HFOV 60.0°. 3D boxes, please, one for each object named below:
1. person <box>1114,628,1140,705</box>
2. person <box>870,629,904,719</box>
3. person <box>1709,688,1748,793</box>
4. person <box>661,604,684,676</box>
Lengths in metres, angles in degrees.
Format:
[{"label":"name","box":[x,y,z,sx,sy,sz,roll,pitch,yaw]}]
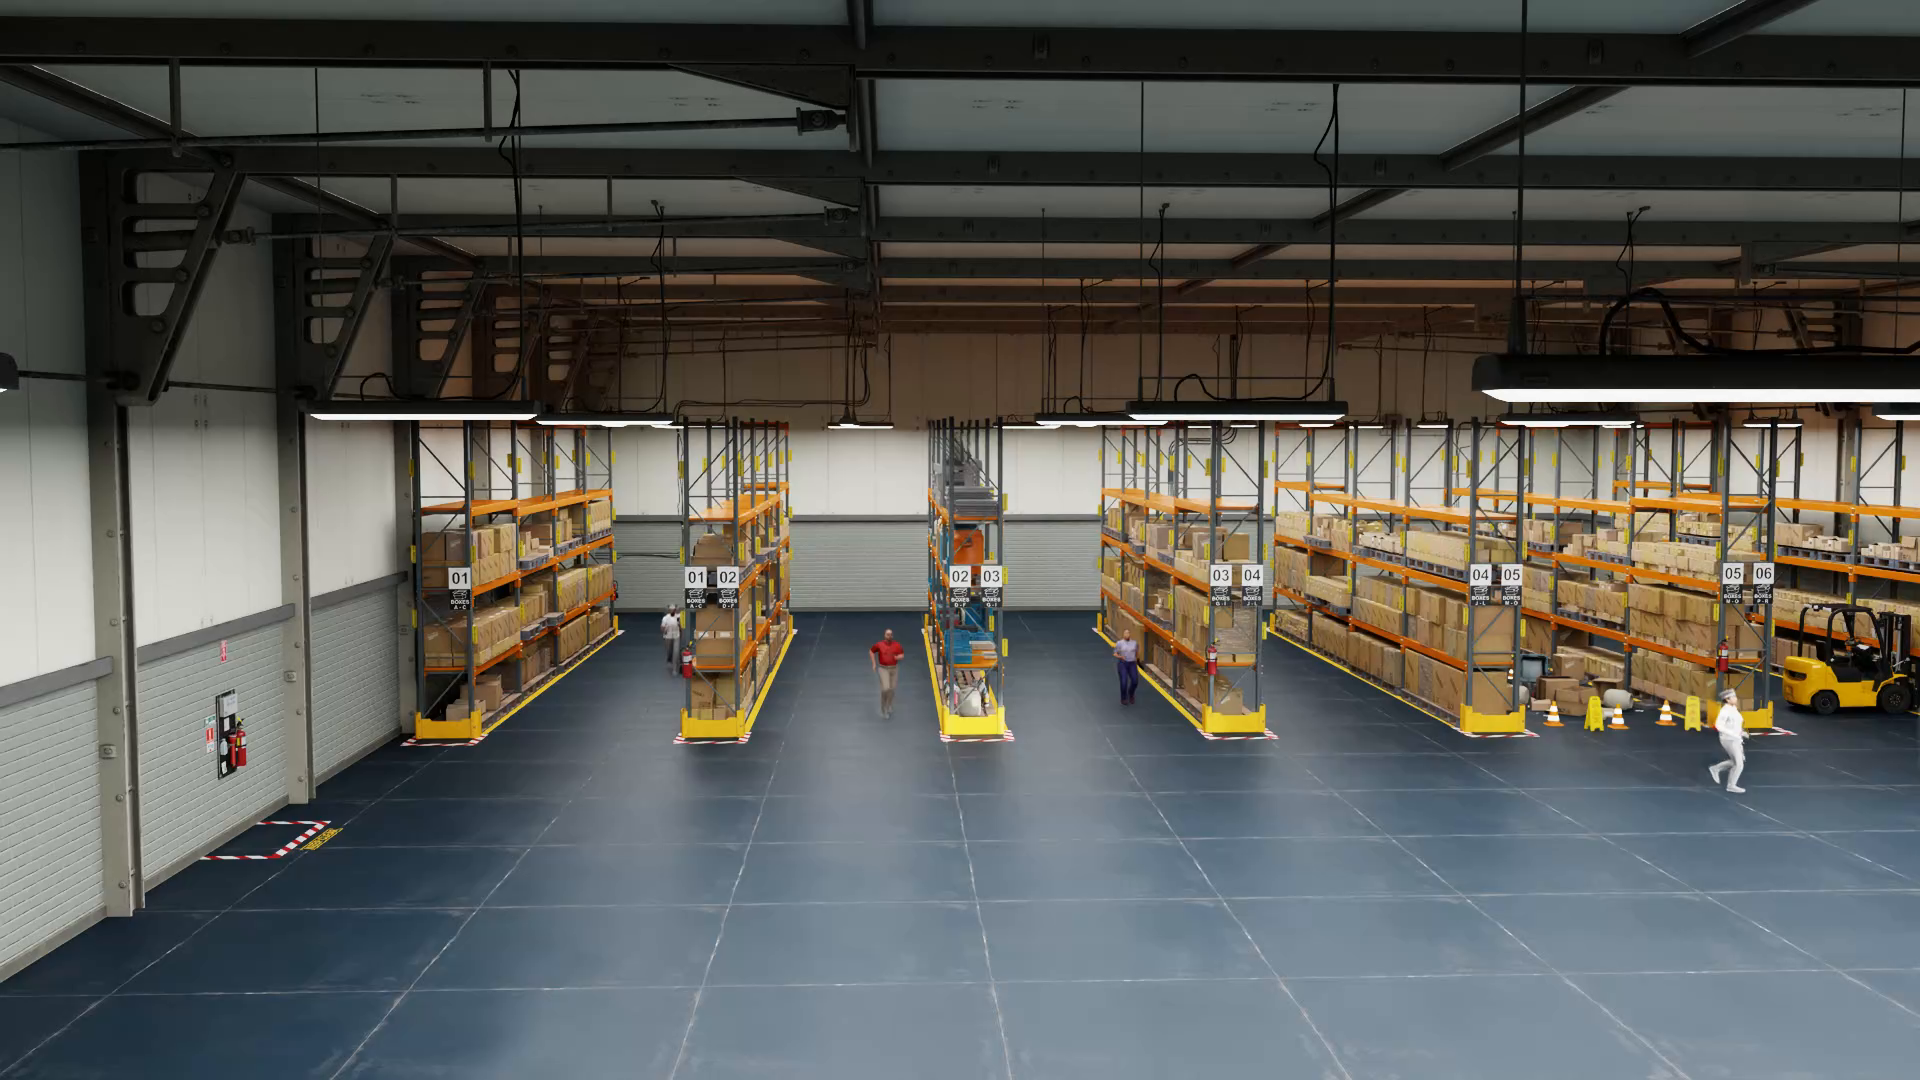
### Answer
[{"label":"person","box":[3.503,2.653,34.623,0.591,1.618,0.576,0,4,-5]},{"label":"person","box":[-1.444,2.687,33.457,0.633,1.800,0.785,-1,4,-21]},{"label":"person","box":[12.210,3.170,26.443,0.576,1.647,0.615,3,5,43]},{"label":"person","box":[-6.796,2.328,39.343,0.563,1.686,0.869,-1,4,-12]}]
